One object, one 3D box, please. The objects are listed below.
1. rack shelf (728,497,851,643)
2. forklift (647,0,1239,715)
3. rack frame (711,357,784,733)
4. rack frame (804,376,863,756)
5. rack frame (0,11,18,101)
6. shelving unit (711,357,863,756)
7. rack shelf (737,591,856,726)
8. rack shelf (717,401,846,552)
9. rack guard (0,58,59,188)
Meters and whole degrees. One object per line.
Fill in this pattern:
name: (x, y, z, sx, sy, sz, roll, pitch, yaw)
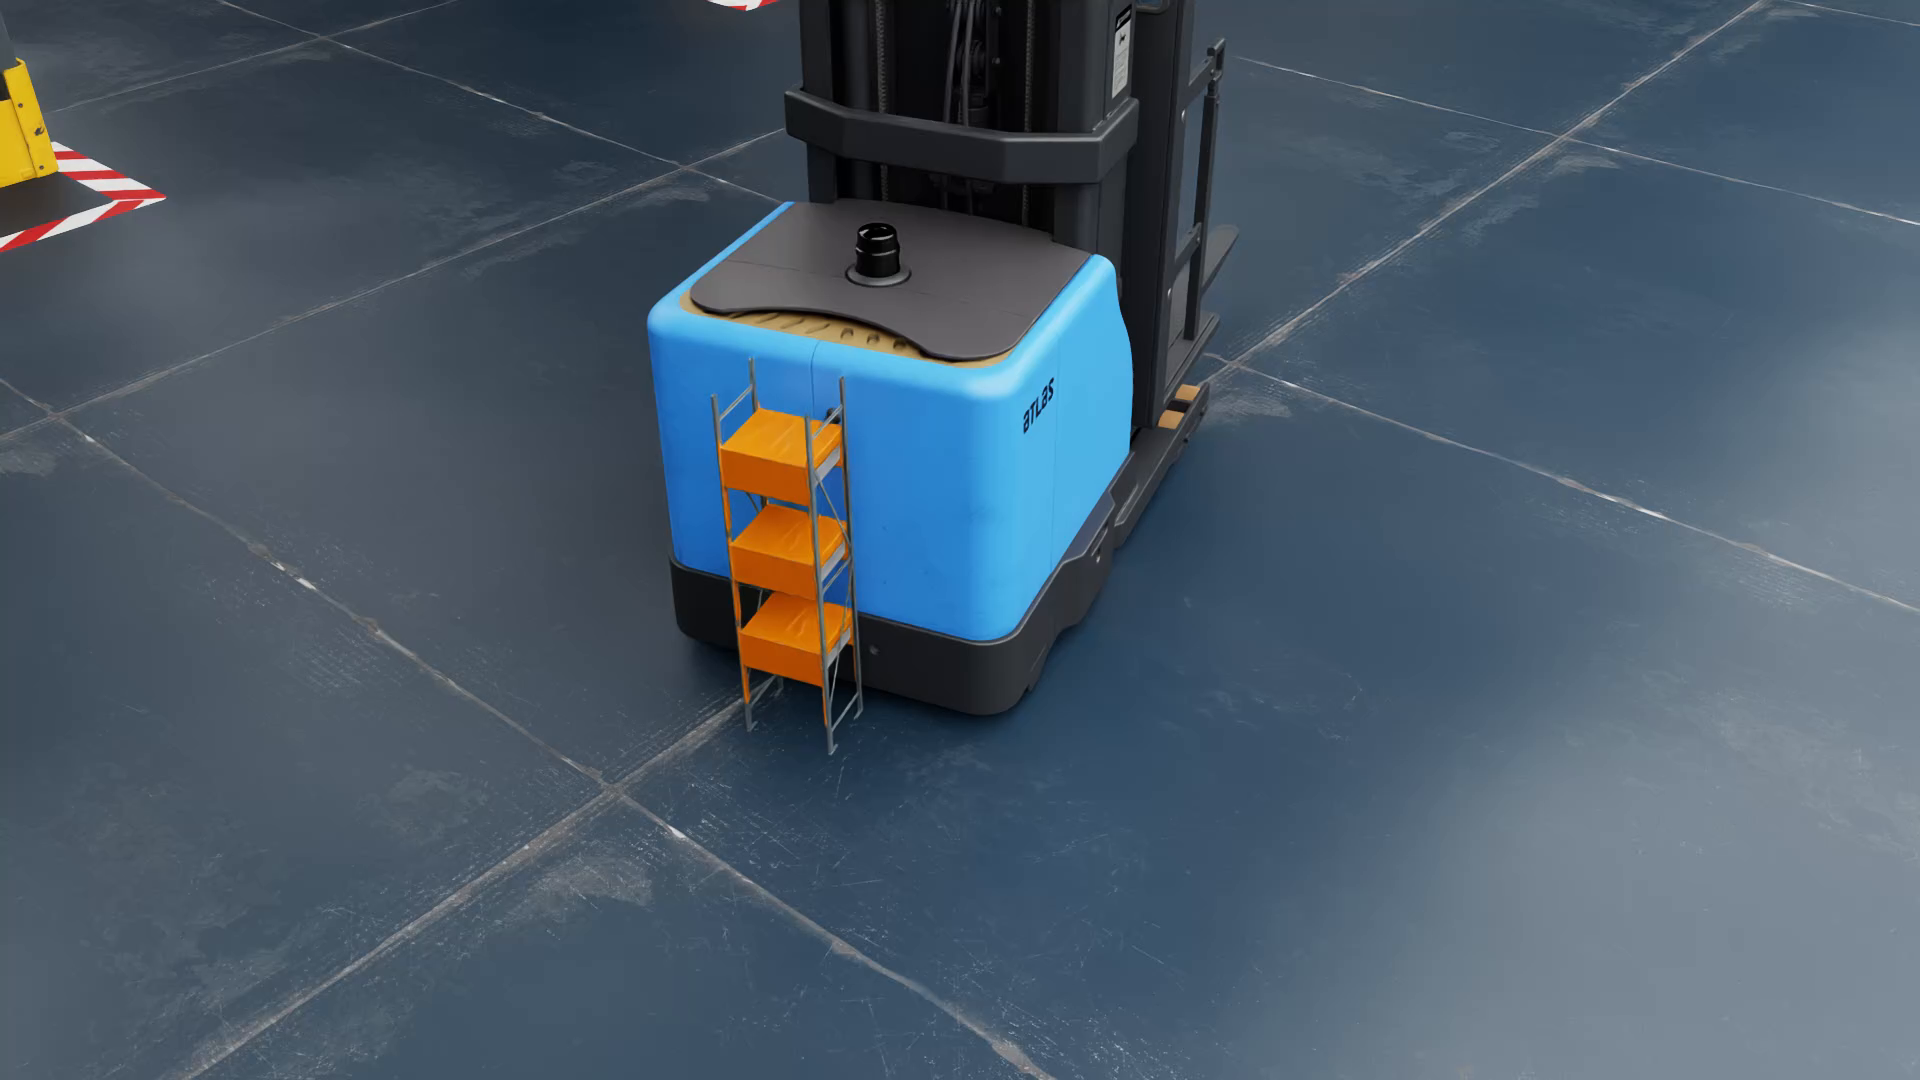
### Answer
rack shelf: (-0.424, 0.074, 4.230, 0.240, 0.259, 0.215, 13, 38, 18)
forklift: (0.222, -1.567, 4.942, 1.130, 2.935, 3.031, 13, 37, 19)
rack frame: (-0.537, 0.039, 4.263, 0.008, 1.050, 0.200, 13, 38, 18)
rack frame: (-0.312, 0.092, 4.185, 0.008, 1.050, 0.200, 13, 38, 18)
rack frame: (-4.602, -2.766, 6.629, 0.127, 3.000, 1.000, 25, 42, 32)
shelving unit: (-0.425, 0.065, 4.224, 0.252, 1.050, 0.215, 13, 38, 18)
rack shelf: (-0.422, 0.300, 4.391, 0.240, 0.259, 0.215, 13, 38, 18)
rack shelf: (-0.427, -0.157, 4.065, 0.240, 0.259, 0.215, 13, 38, 18)
rack guard: (-4.691, -1.743, 7.347, 0.348, 0.500, 1.175, 25, 42, 32)
